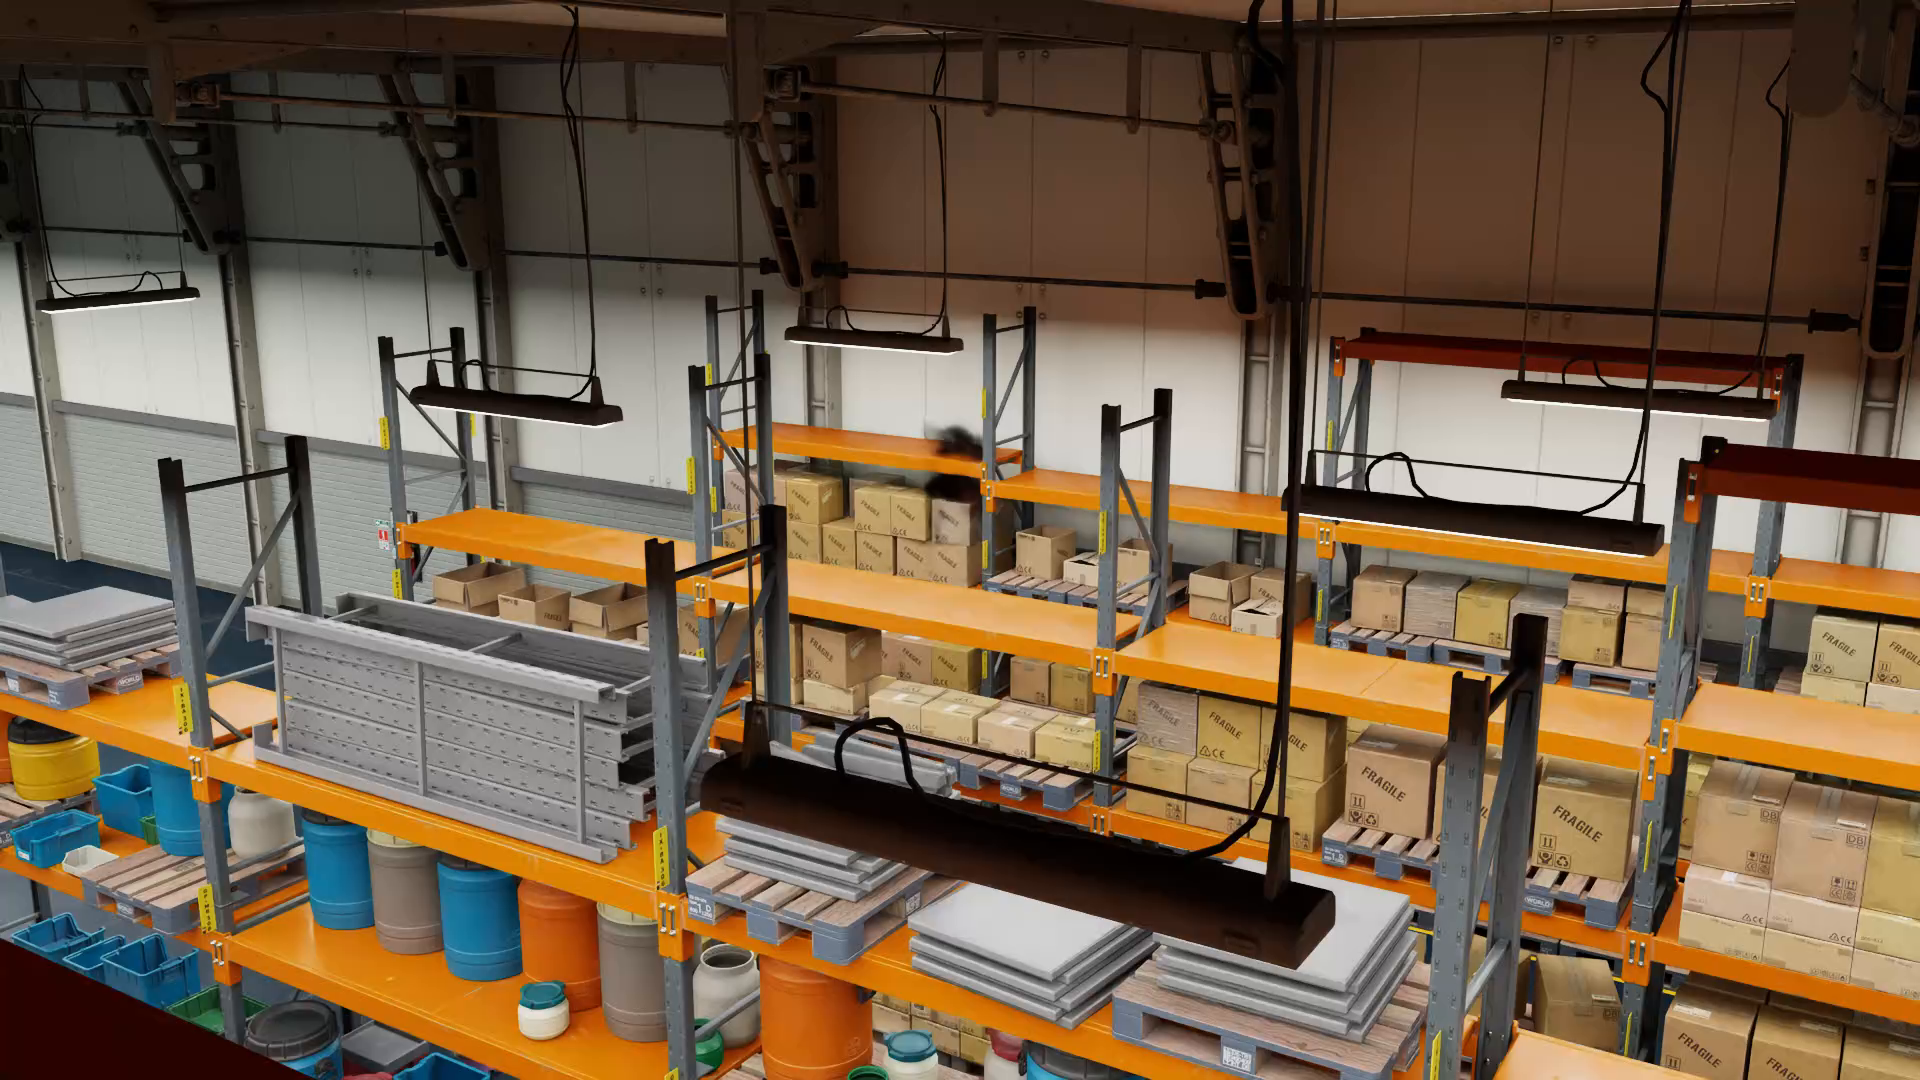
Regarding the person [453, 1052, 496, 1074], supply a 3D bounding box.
[{"bbox_3d":[-3.828,4.153,13.215,0.539,1.557,0.531,6,15,24],"label":"person"}]
